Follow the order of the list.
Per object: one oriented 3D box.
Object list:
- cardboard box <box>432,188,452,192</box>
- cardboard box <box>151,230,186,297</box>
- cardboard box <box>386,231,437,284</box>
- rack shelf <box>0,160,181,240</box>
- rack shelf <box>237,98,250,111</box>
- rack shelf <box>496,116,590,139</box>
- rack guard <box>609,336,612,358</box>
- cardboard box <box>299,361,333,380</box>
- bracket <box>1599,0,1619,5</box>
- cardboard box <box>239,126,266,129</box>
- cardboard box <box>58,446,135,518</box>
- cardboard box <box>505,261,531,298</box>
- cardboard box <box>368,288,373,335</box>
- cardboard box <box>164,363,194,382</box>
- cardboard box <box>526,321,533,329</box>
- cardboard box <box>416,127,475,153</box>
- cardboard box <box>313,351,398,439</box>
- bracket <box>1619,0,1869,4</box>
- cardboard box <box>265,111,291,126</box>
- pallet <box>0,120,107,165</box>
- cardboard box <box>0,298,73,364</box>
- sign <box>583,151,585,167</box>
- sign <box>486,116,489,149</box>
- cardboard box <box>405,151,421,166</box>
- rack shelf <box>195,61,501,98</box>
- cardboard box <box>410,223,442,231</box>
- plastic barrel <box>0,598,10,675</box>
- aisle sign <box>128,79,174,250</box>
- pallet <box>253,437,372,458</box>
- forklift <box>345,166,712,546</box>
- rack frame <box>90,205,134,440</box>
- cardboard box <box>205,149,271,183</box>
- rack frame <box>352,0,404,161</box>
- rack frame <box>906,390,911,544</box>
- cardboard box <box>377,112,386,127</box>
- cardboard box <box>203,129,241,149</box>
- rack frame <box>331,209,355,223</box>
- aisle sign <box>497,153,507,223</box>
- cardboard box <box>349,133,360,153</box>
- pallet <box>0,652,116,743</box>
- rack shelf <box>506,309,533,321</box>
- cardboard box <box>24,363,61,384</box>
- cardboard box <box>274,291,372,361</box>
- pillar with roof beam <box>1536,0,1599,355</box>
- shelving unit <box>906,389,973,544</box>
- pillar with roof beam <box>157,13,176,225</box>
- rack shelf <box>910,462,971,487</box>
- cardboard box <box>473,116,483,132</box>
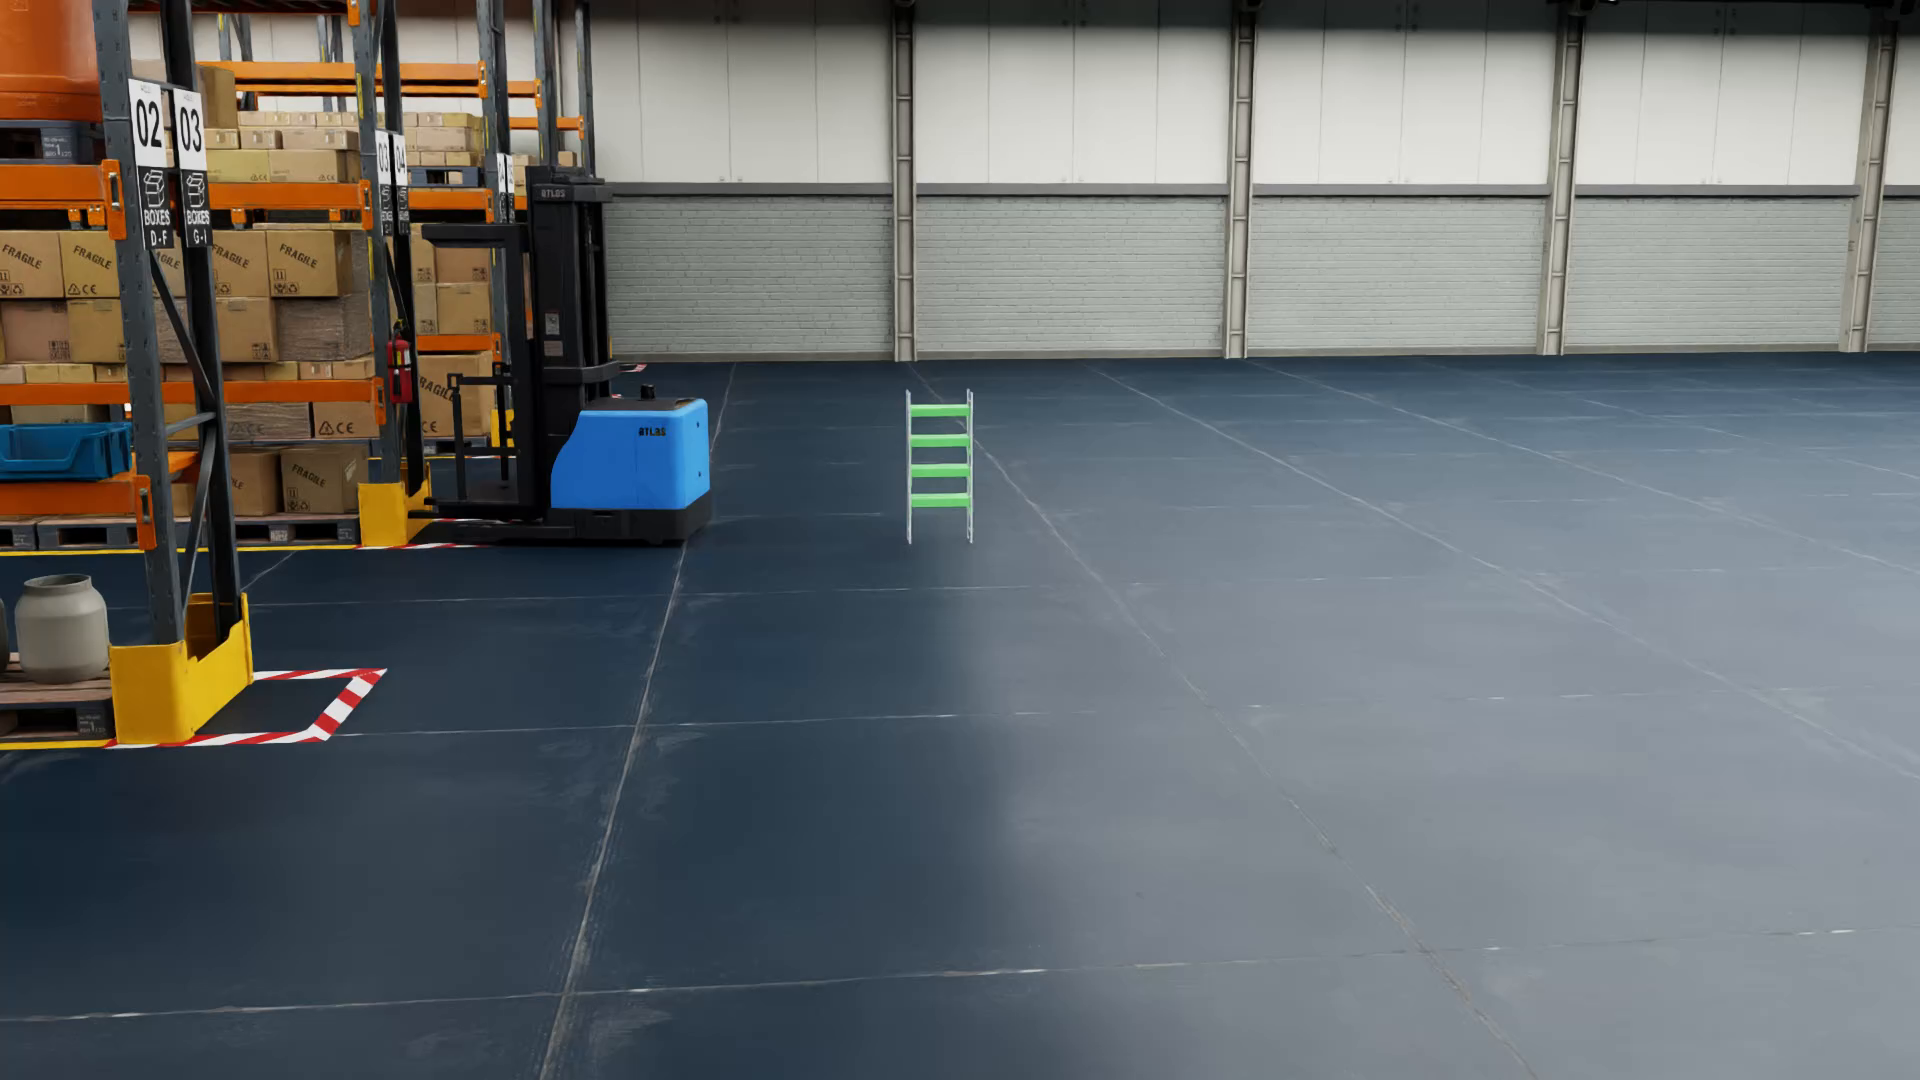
[{"bbox_3d":[-6.948,-4.705,22.398,0.250,0.149,0.380,-1,11,-7],"label":"cardboard box"},{"bbox_3d":[-6.054,-2.139,12.852,0.500,0.500,0.500,-1,11,-6],"label":"cardboard box"},{"bbox_3d":[-5.885,-3.061,17.975,0.550,0.550,0.875,-1,11,-6],"label":"cardboard box"},{"bbox_3d":[-5.993,-1.661,8.131,4.000,0.370,1.077,-1,11,-6],"label":"rack shelf"},{"bbox_3d":[-11.575,-5.704,21.955,4.000,0.370,1.077,-1,11,-6],"label":"rack shelf"},{"bbox_3d":[-8.138,-6.739,27.221,4.000,0.370,1.077,-1,11,-6],"label":"rack shelf"},{"bbox_3d":[-6.126,-3.160,28.147,0.348,0.500,1.175,-1,11,-6],"label":"rack guard"},{"bbox_3d":[-5.050,-1.360,13.162,0.250,0.149,0.380,-1,11,-6],"label":"cardboard box"},{"bbox_3d":[11.406,-9.570,29.388,0.430,0.232,0.235,-1,11,-6],"label":"bracket"},{"bbox_3d":[-7.432,-4.181,17.354,0.500,0.250,0.500,-1,11,-7],"label":"cardboard box"},{"bbox_3d":[-6.937,-0.472,13.385,0.500,0.500,0.500,-2,11,-11],"label":"cardboard box"},{"bbox_3d":[-6.120,-3.565,22.697,0.500,0.500,0.500,-1,11,-7],"label":"cardboard box"},{"bbox_3d":[-6.454,-2.541,18.130,0.550,0.550,0.875,-1,11,-6],"label":"cardboard box"},{"bbox_3d":[-6.042,-1.336,13.039,0.250,0.149,0.380,-1,11,-6],"label":"cardboard box"},{"bbox_3d":[-7.081,-3.653,27.619,0.500,0.250,0.500,-1,11,-5],"label":"cardboard box"},{"bbox_3d":[-5.432,-4.223,17.566,0.500,0.250,0.500,-1,11,-5],"label":"cardboard box"},{"bbox_3d":[-6.517,-1.605,18.177,0.875,0.875,0.875,-1,11,-7],"label":"cardboard box"},{"bbox_3d":[13.985,-9.624,29.663,4.783,0.066,0.076,-1,11,-6],"label":"bracket"},{"bbox_3d":[-7.041,-4.373,17.296,0.250,0.149,0.380,-1,11,-6],"label":"cardboard box"},{"bbox_3d":[-4.838,-1.965,8.300,1.213,0.211,1.003,-1,11,-6],"label":"pallet"},{"bbox_3d":[-7.075,-1.677,13.090,0.500,0.500,0.875,-1,11,-6],"label":"cardboard box"},{"bbox_3d":[-6.105,-6.149,27.006,0.005,0.325,0.100,-1,11,-6],"label":"sign"},{"bbox_3d":[-4.930,-4.250,17.346,0.005,0.325,0.100,-1,11,-6],"label":"sign"},{"bbox_3d":[-5.775,-4.008,17.509,0.250,0.149,0.380,-1,11,-5],"label":"cardboard box"},{"bbox_3d":[-6.963,-4.840,17.561,4.000,0.370,1.077,-1,11,-6],"label":"rack shelf"},{"bbox_3d":[-7.094,-4.028,22.459,0.500,0.500,0.700,-1,11,-7],"label":"cardboard box"},{"bbox_3d":[-5.149,0.469,8.565,0.421,0.512,0.421,0,11,0],"label":"plastic barrel"},{"bbox_3d":[-3.901,-1.804,8.030,0.004,0.787,0.394,-1,11,-6],"label":"aisle sign"},{"bbox_3d":[-6.972,-1.063,18.226,1.213,0.211,1.003,-1,11,-6],"label":"pallet"},{"bbox_3d":[-3.620,-1.492,13.359,3.031,2.935,1.130,1,11,4],"label":"forklift"},{"bbox_3d":[-8.952,-2.404,17.820,0.127,3.000,1.000,-1,11,-6],"label":"rack frame"},{"bbox_3d":[-5.488,-2.863,12.765,0.500,0.250,0.500,-1,11,-6],"label":"cardboard box"},{"bbox_3d":[-4.540,-4.478,12.816,0.127,3.000,1.000,-1,11,-6],"label":"rack frame"},{"bbox_3d":[-0.407,-0.580,13.209,0.015,1.200,0.240,-1,11,-6],"label":"rack frame"},{"bbox_3d":[-6.034,-4.394,17.404,0.250,0.149,0.380,-1,11,-5],"label":"cardboard box"},{"bbox_3d":[-5.561,-3.043,12.649,0.250,0.149,0.380,-1,11,-6],"label":"cardboard box"},{"bbox_3d":[-10.127,-4.303,27.480,0.127,3.000,1.000,-1,11,-6],"label":"rack frame"},{"bbox_3d":[-4.872,-3.707,17.708,0.004,0.787,0.394,-1,11,-6],"label":"aisle sign"},{"bbox_3d":[-4.839,-3.166,13.278,0.250,0.149,0.380,-1,11,-6],"label":"cardboard box"},{"bbox_3d":[-4.884,0.811,8.698,1.213,0.211,1.003,-1,11,-6],"label":"pallet"},{"bbox_3d":[-7.598,-3.040,22.919,4.000,0.370,1.077,-1,11,-6],"label":"rack shelf"},{"bbox_3d":[-7.030,-1.305,12.881,0.250,0.149,0.380,-1,11,-6],"label":"cardboard box"},{"bbox_3d":[-5.090,-1.723,13.325,0.500,0.500,0.875,-1,11,-6],"label":"cardboard box"},{"bbox_3d":[11.420,-7.038,25.838,0.548,9.000,9.100,-1,11,-6],"label":"pillar with roof beam"},{"bbox_3d":[-0.165,-0.585,13.235,0.503,1.200,0.258,-1,11,-6],"label":"shelving unit"},{"bbox_3d":[-12.439,-6.538,23.295,0.400,9.000,9.100,-1,11,-6],"label":"pillar with roof beam"},{"bbox_3d":[-0.165,-0.523,13.247,0.480,0.148,0.258,-1,11,-6],"label":"rack shelf"},{"bbox_3d":[-5.341,-4.536,18.127,0.250,0.149,0.380,-1,11,-5],"label":"cardboard box"}]
